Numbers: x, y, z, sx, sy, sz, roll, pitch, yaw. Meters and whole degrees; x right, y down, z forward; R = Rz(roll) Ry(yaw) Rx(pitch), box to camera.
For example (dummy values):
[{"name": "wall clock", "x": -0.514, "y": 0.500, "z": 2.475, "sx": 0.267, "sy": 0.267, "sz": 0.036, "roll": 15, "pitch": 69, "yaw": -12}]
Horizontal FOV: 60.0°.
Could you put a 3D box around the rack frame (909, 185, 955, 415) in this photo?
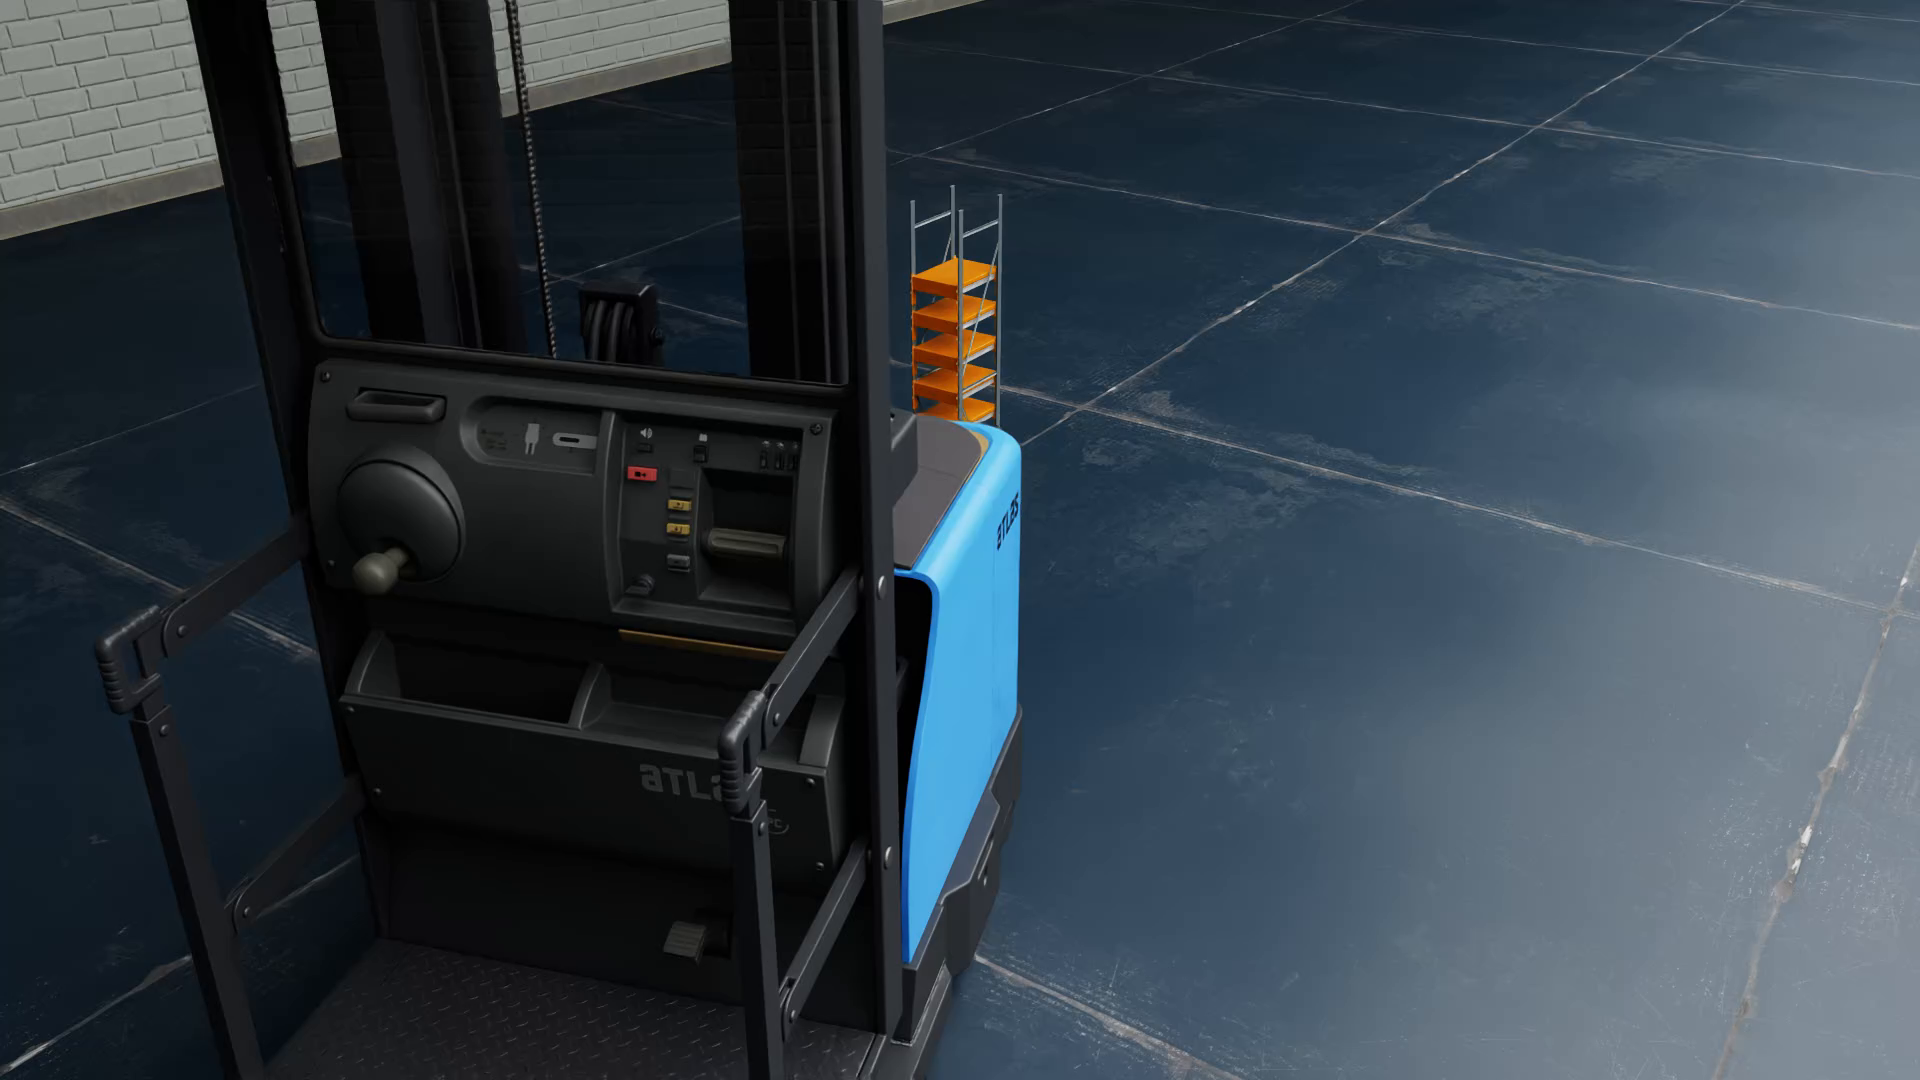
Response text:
[{"name": "rack frame", "x": -0.087, "y": -0.562, "z": 5.531, "sx": 0.006, "sy": 1.200, "sz": 0.240, "roll": 17, "pitch": 32, "yaw": 30}]

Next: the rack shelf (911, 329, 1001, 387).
[{"name": "rack shelf", "x": -0.012, "y": -0.606, "z": 5.451, "sx": 0.180, "sy": 0.103, "sz": 0.258, "roll": 17, "pitch": 32, "yaw": 30}]

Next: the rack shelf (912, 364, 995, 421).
[{"name": "rack shelf", "x": -0.012, "y": -0.499, "z": 5.505, "sx": 0.180, "sy": 0.103, "sz": 0.258, "roll": 17, "pitch": 32, "yaw": 30}]

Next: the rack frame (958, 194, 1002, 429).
[{"name": "rack frame", "x": 0.063, "y": -0.515, "z": 5.439, "sx": 0.006, "sy": 1.200, "sz": 0.240, "roll": 17, "pitch": 32, "yaw": 30}]

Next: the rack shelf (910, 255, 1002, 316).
[{"name": "rack shelf", "x": -0.012, "y": -0.820, "z": 5.342, "sx": 0.180, "sy": 0.103, "sz": 0.258, "roll": 17, "pitch": 32, "yaw": 30}]

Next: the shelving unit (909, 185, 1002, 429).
[{"name": "shelving unit", "x": -0.012, "y": -0.538, "z": 5.485, "sx": 0.189, "sy": 1.200, "sz": 0.258, "roll": 17, "pitch": 32, "yaw": 30}]

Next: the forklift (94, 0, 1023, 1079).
[{"name": "forklift", "x": -0.712, "y": -0.029, "z": 2.575, "sx": 1.130, "sy": 2.935, "sz": 3.031, "roll": 7, "pitch": 28, "yaw": 13}]

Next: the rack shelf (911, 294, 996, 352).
[{"name": "rack shelf", "x": -0.012, "y": -0.713, "z": 5.396, "sx": 0.180, "sy": 0.103, "sz": 0.258, "roll": 17, "pitch": 32, "yaw": 30}]

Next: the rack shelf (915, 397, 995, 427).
[{"name": "rack shelf", "x": -0.012, "y": -0.392, "z": 5.560, "sx": 0.180, "sy": 0.103, "sz": 0.258, "roll": 17, "pitch": 32, "yaw": 30}]
